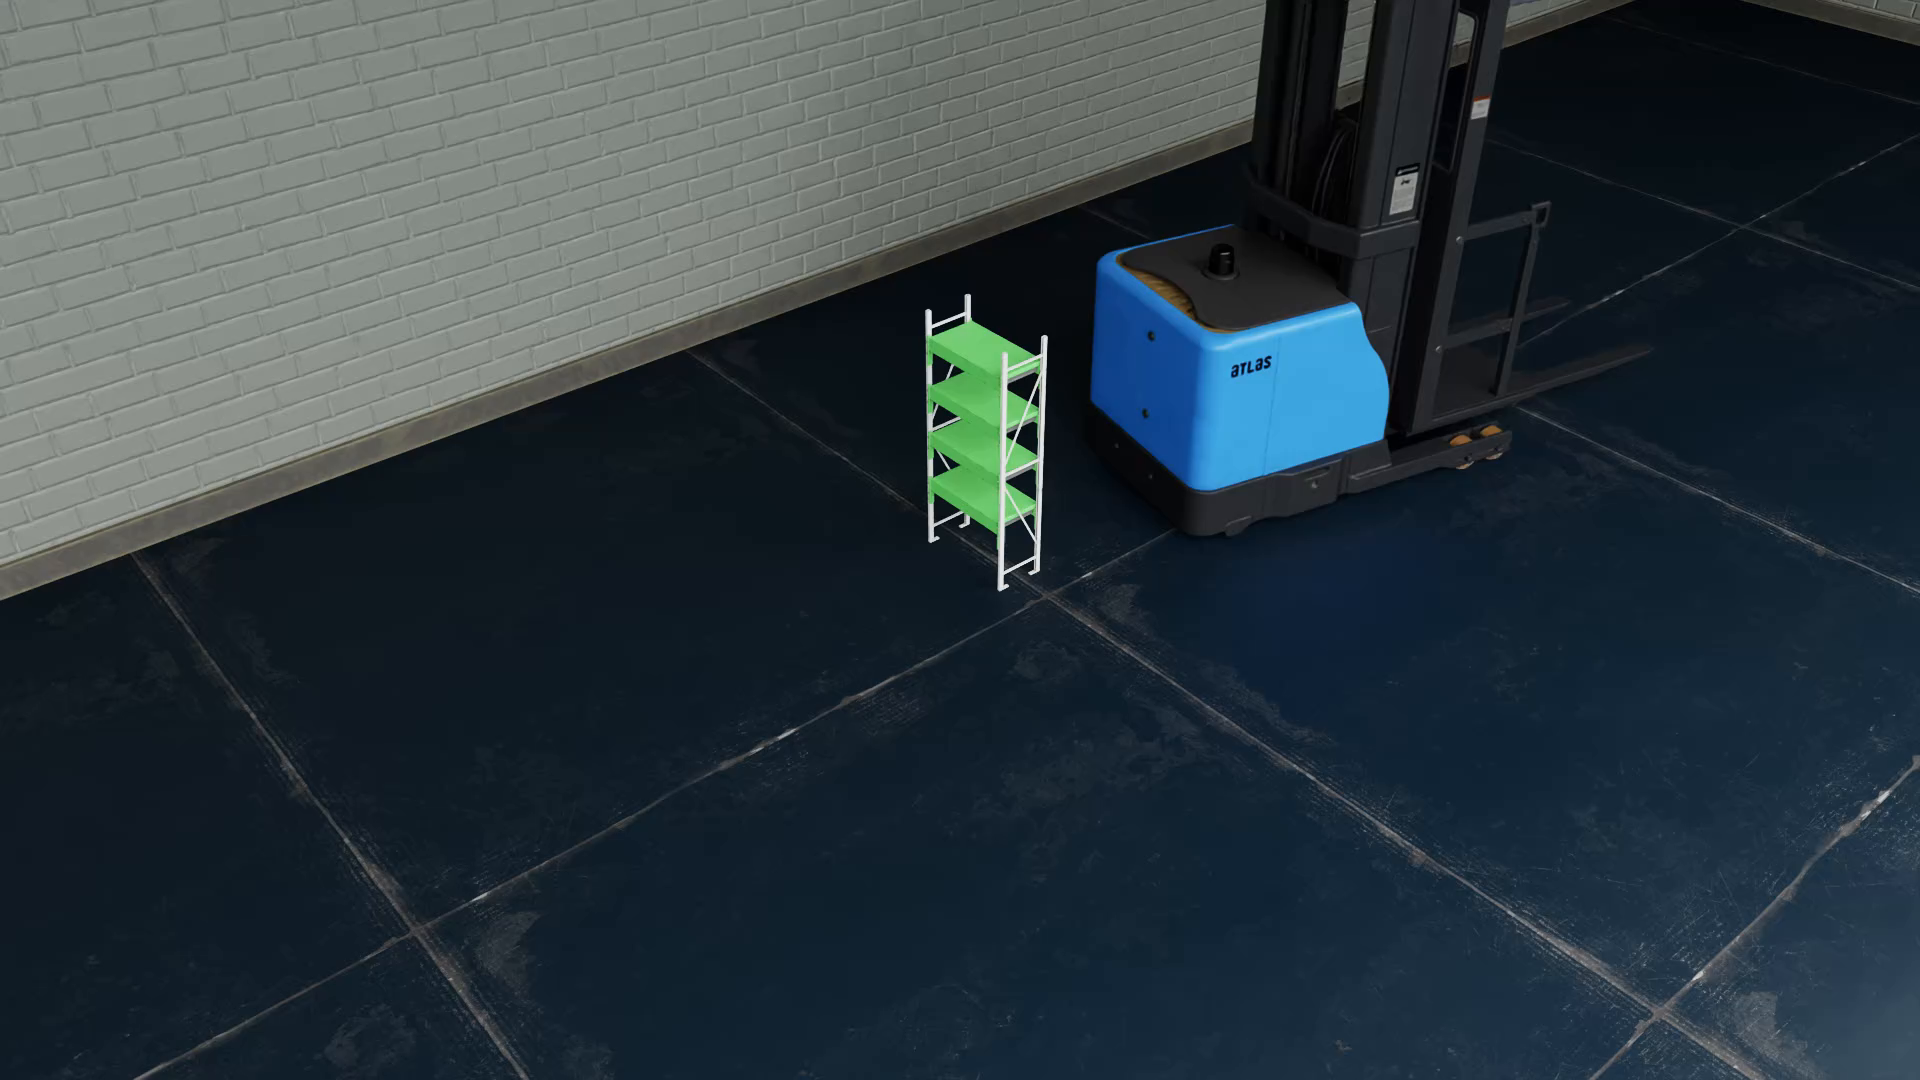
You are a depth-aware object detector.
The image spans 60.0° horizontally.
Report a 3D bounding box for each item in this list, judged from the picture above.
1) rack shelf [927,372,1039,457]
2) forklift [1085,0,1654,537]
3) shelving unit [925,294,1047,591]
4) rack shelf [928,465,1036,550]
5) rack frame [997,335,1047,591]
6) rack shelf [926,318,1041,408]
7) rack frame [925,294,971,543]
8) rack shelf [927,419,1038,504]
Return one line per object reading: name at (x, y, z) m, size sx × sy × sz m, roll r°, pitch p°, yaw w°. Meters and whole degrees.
rack shelf at (0.107, -0.560, 7.198) m, size 0.258 × 0.148 × 0.480 m, roll -26°, pitch 43°, yaw -32°
forklift at (2.175, -1.801, 7.757) m, size 3.031 × 2.935 × 1.130 m, roll -17°, pitch 39°, yaw -22°
shelving unit at (0.107, -0.417, 7.300) m, size 0.258 × 1.200 × 0.503 m, roll -26°, pitch 43°, yaw -32°
rack shelf at (0.107, -0.169, 7.476) m, size 0.258 × 0.148 × 0.480 m, roll -26°, pitch 43°, yaw -32°
rack frame at (0.264, -0.309, 7.148) m, size 0.240 × 1.200 × 0.015 m, roll -26°, pitch 43°, yaw -32°
rack shelf at (0.107, -0.756, 7.060) m, size 0.258 × 0.148 × 0.480 m, roll -26°, pitch 43°, yaw -32°
rack frame at (-0.051, -0.524, 7.452) m, size 0.240 × 1.200 × 0.015 m, roll -26°, pitch 43°, yaw -32°
rack shelf at (0.107, -0.364, 7.337) m, size 0.258 × 0.148 × 0.480 m, roll -26°, pitch 43°, yaw -32°
